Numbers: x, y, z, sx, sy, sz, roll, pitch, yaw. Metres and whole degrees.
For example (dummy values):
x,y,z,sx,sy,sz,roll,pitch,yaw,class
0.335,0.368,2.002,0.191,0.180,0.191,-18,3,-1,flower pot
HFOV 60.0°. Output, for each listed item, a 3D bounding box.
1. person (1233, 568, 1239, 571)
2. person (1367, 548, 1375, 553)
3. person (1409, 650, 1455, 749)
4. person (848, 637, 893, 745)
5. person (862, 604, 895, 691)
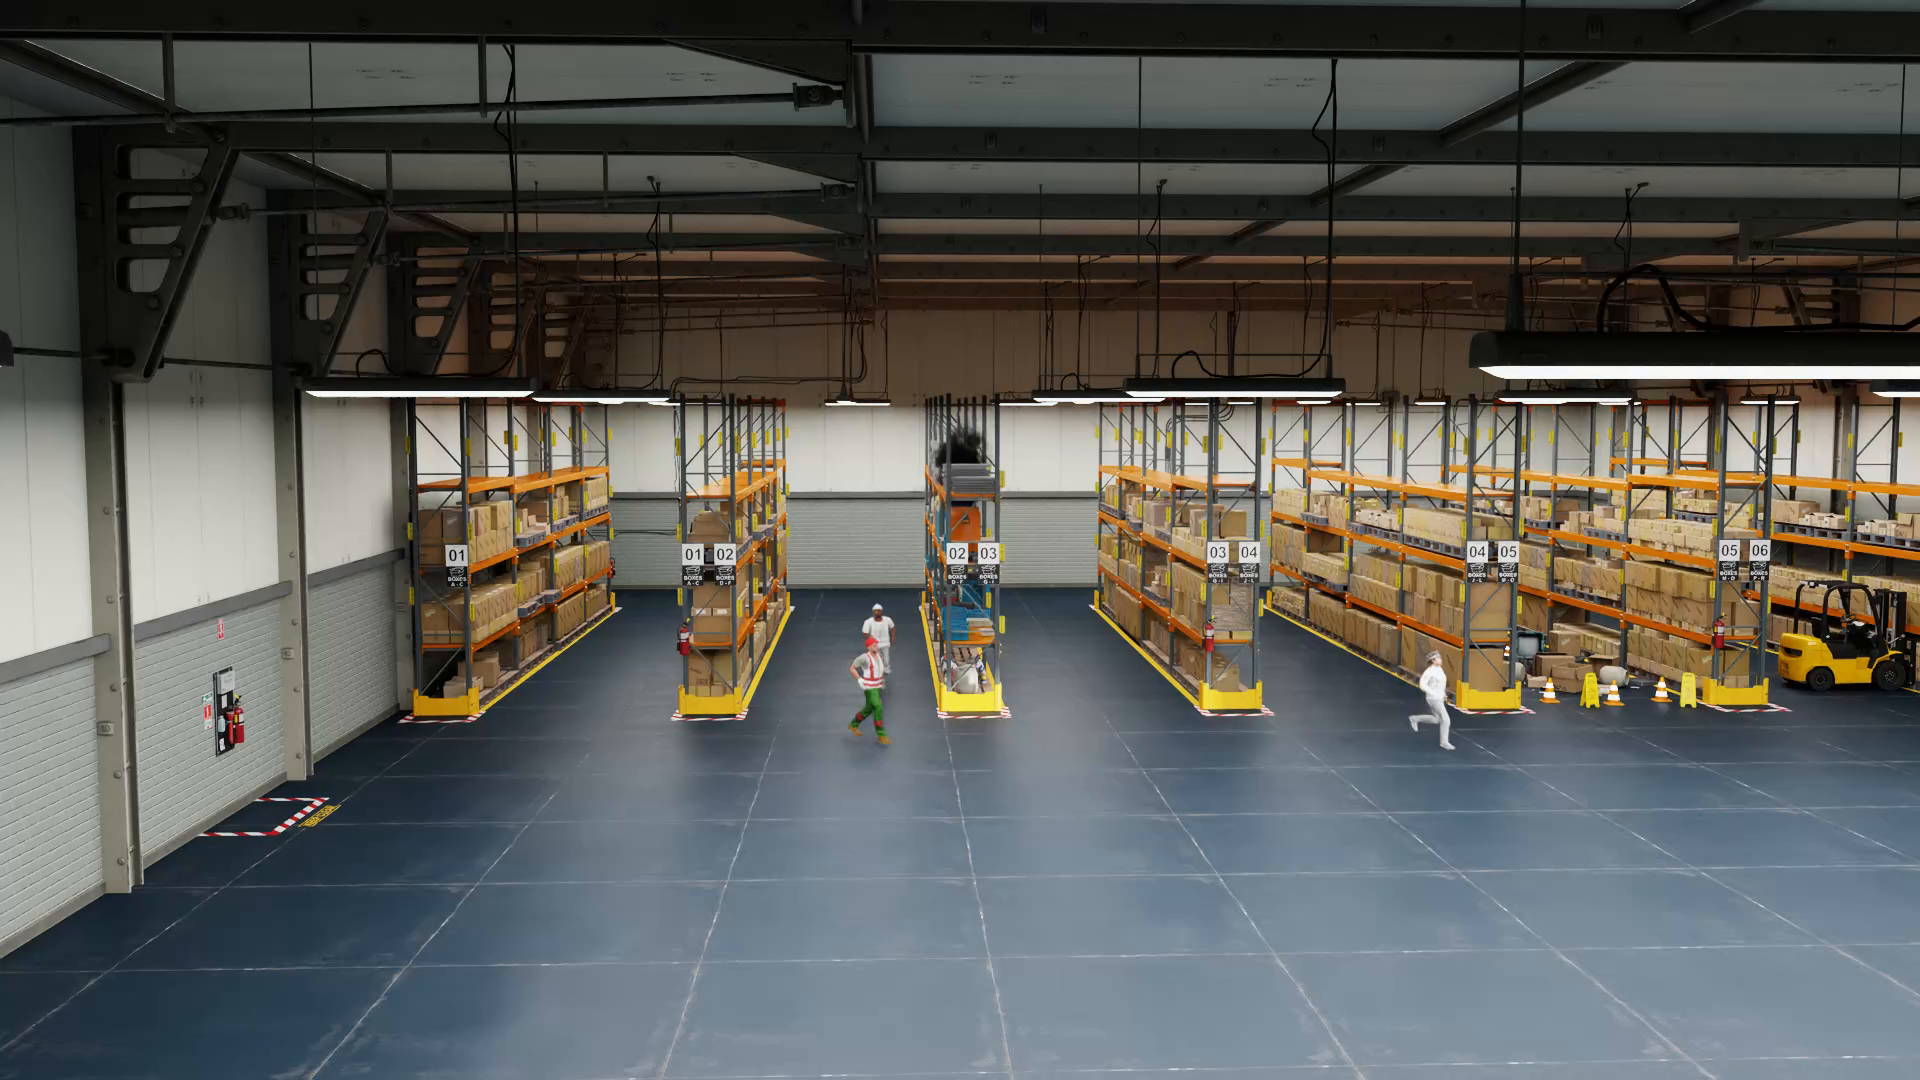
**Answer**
x,y,z,sx,sy,sz,roll,pitch,yaw,class
7.681,1.169,47.644,0.666,1.624,0.686,2,5,23,person
12.224,1.046,49.285,0.710,1.648,0.507,1,5,7,person
8.022,2.690,28.196,0.814,1.675,0.617,3,5,33,person
-1.520,2.563,28.597,0.920,1.814,0.630,2,5,28,person
-1.643,2.181,33.832,0.699,1.760,0.665,-1,5,-7,person
